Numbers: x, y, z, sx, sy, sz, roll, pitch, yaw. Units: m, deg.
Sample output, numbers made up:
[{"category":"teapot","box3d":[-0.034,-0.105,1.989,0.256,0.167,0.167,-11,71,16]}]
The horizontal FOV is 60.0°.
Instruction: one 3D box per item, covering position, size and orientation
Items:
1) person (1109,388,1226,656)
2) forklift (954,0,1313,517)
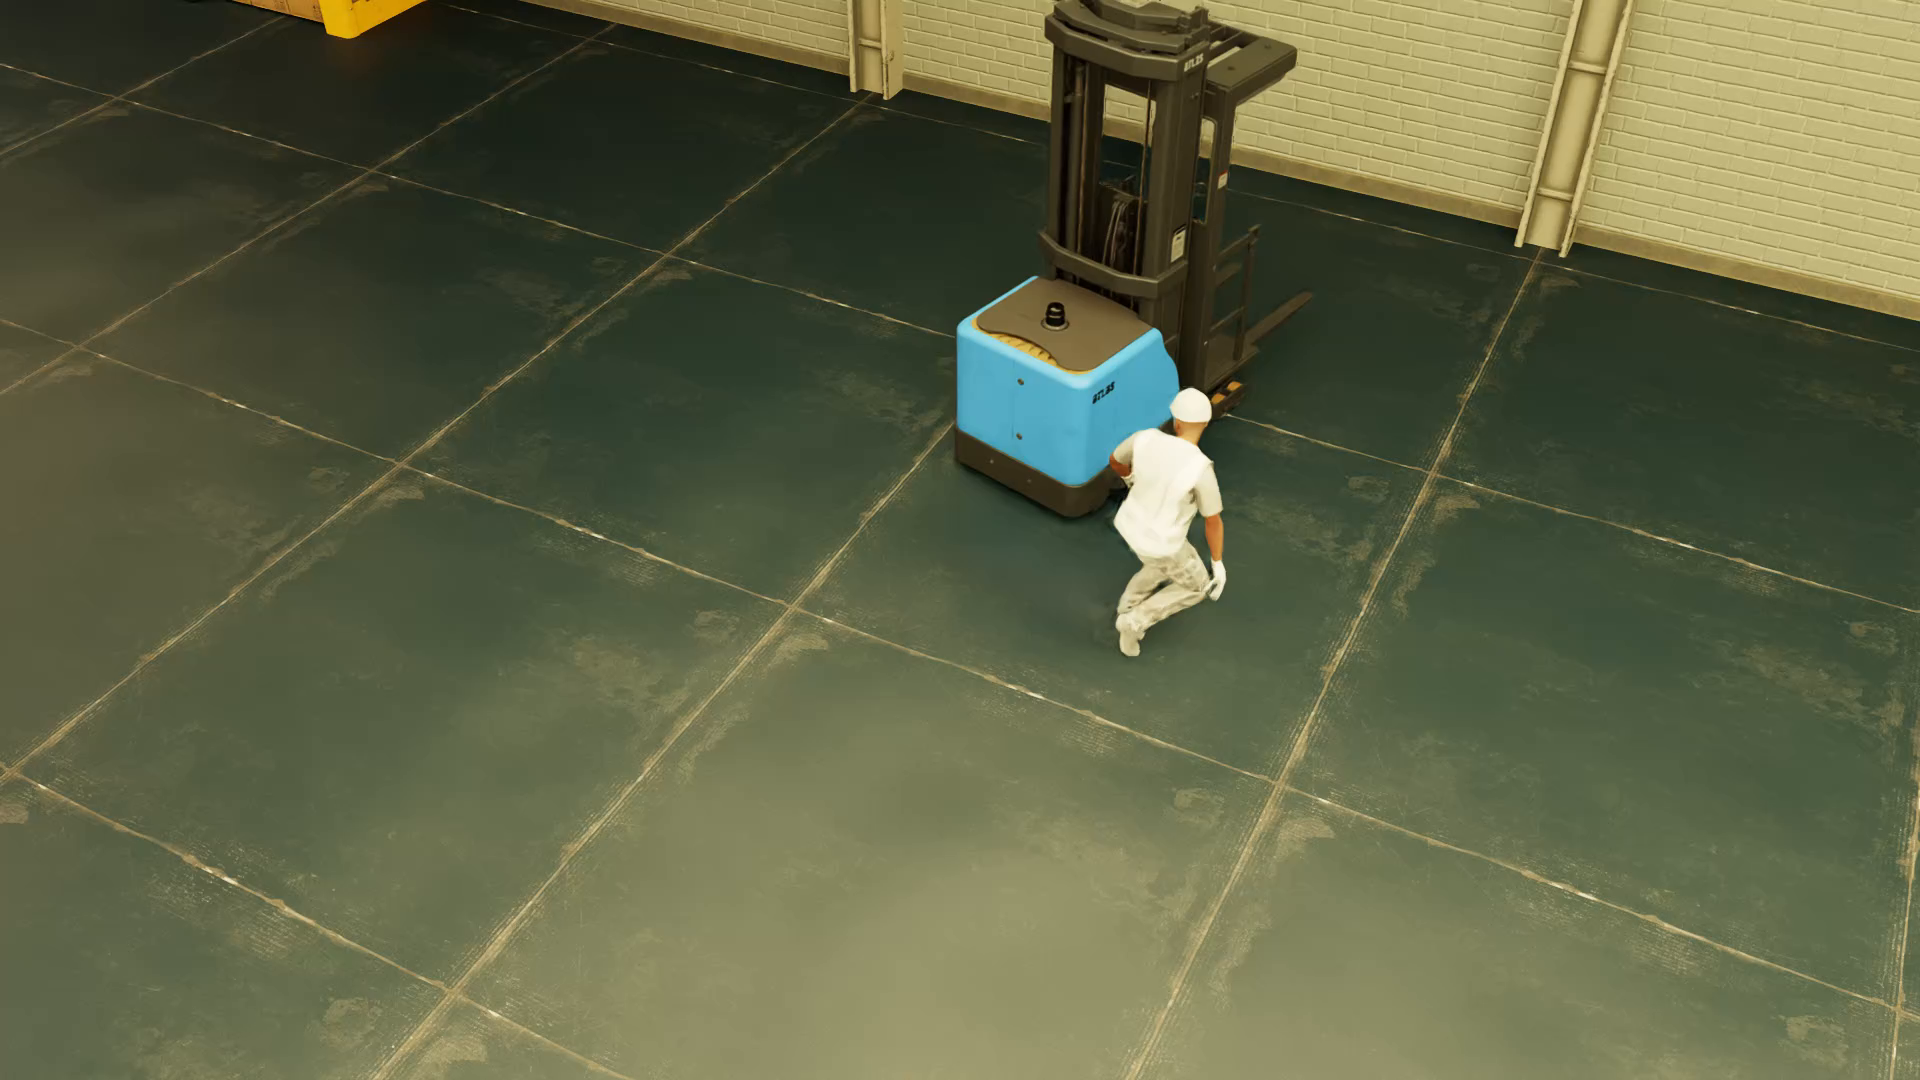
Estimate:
[{"category":"person","box3d":[1.110,-0.056,9.131,0.586,1.593,0.959,-19,44,-21]},{"category":"forklift","box3d":[1.310,-2.135,10.522,1.130,2.935,3.031,29,48,30]}]
